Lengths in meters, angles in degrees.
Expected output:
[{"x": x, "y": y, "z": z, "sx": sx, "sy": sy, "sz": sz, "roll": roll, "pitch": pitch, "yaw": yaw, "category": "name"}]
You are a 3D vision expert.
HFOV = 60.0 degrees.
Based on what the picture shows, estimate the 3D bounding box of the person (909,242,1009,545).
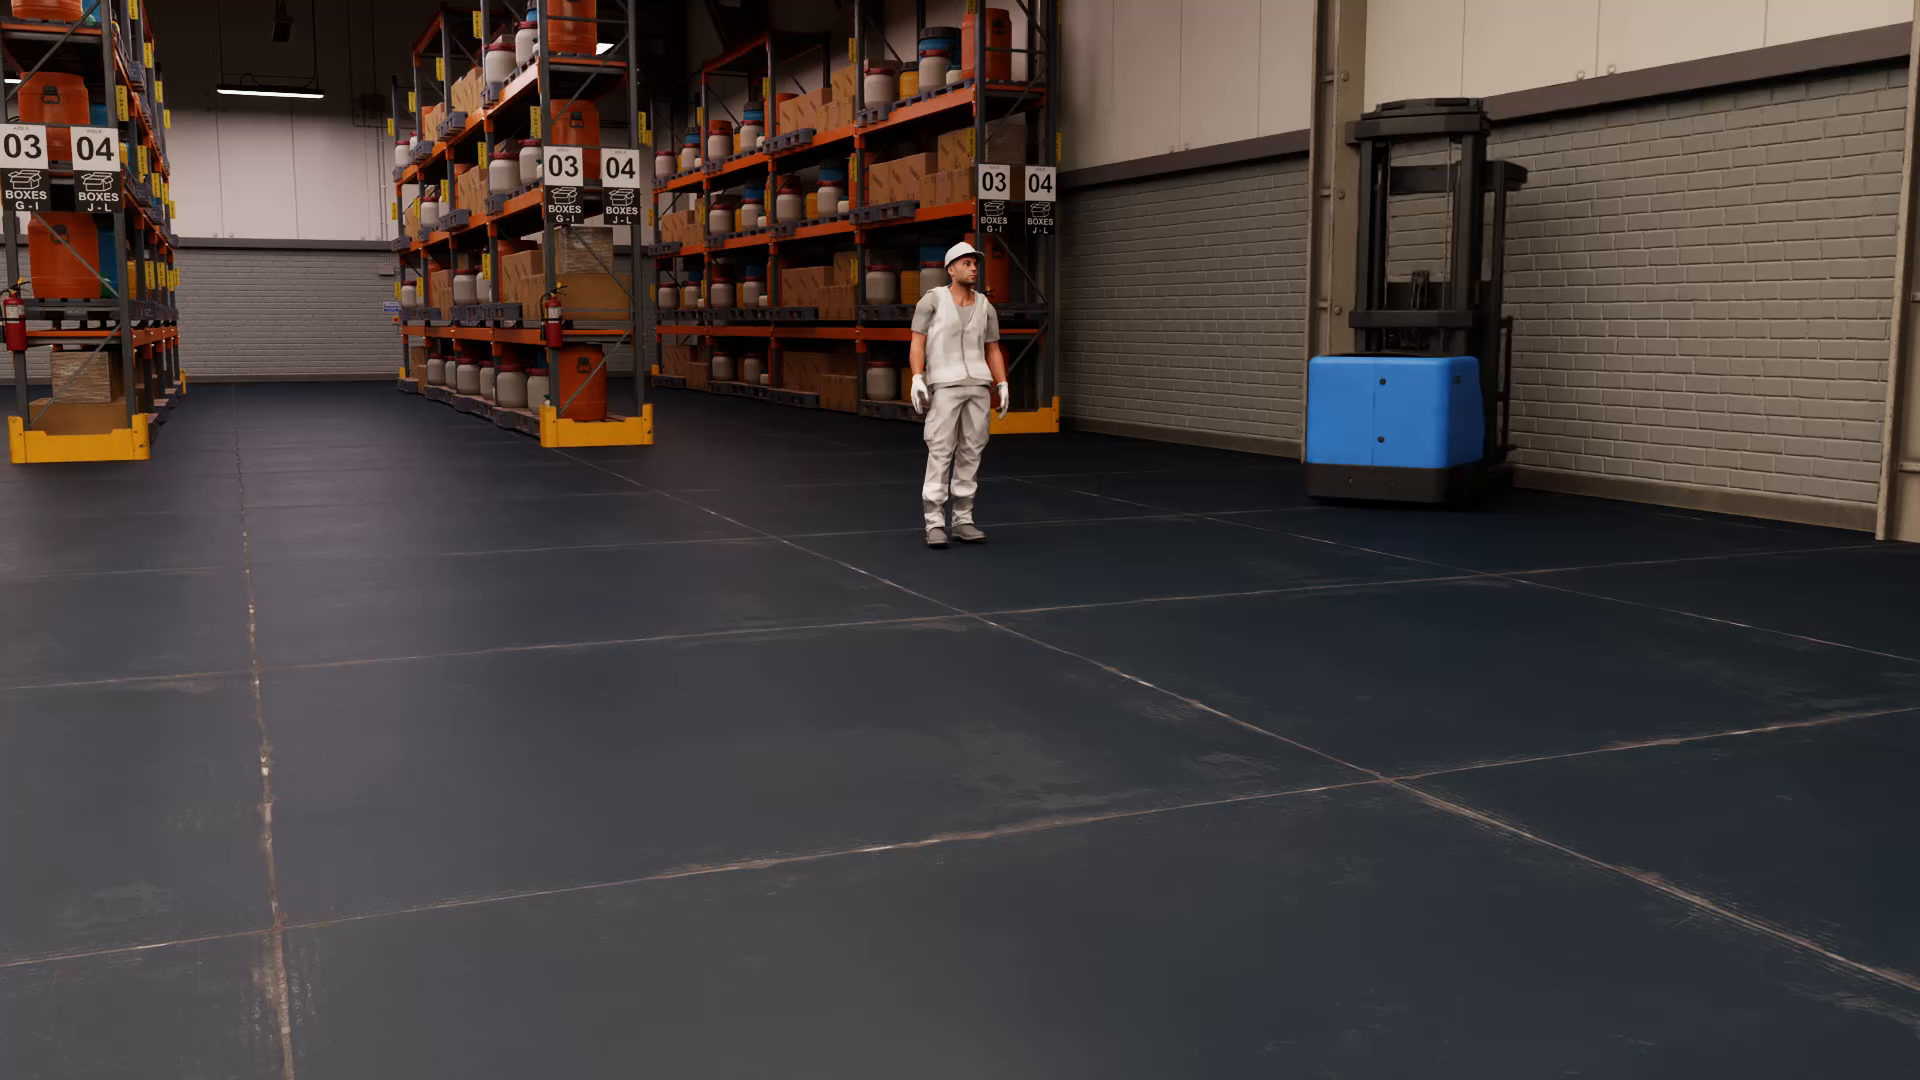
[{"x": 0.020, "y": -0.884, "z": 9.958, "sx": 0.637, "sy": 1.787, "sz": 0.564, "roll": -3, "pitch": 8, "yaw": -23, "category": "person"}]

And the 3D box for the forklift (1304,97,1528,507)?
[{"x": 3.697, "y": -1.837, "z": 12.877, "sx": 1.130, "sy": 2.935, "sz": 3.031, "roll": 5, "pitch": 9, "yaw": 31, "category": "forklift"}]
